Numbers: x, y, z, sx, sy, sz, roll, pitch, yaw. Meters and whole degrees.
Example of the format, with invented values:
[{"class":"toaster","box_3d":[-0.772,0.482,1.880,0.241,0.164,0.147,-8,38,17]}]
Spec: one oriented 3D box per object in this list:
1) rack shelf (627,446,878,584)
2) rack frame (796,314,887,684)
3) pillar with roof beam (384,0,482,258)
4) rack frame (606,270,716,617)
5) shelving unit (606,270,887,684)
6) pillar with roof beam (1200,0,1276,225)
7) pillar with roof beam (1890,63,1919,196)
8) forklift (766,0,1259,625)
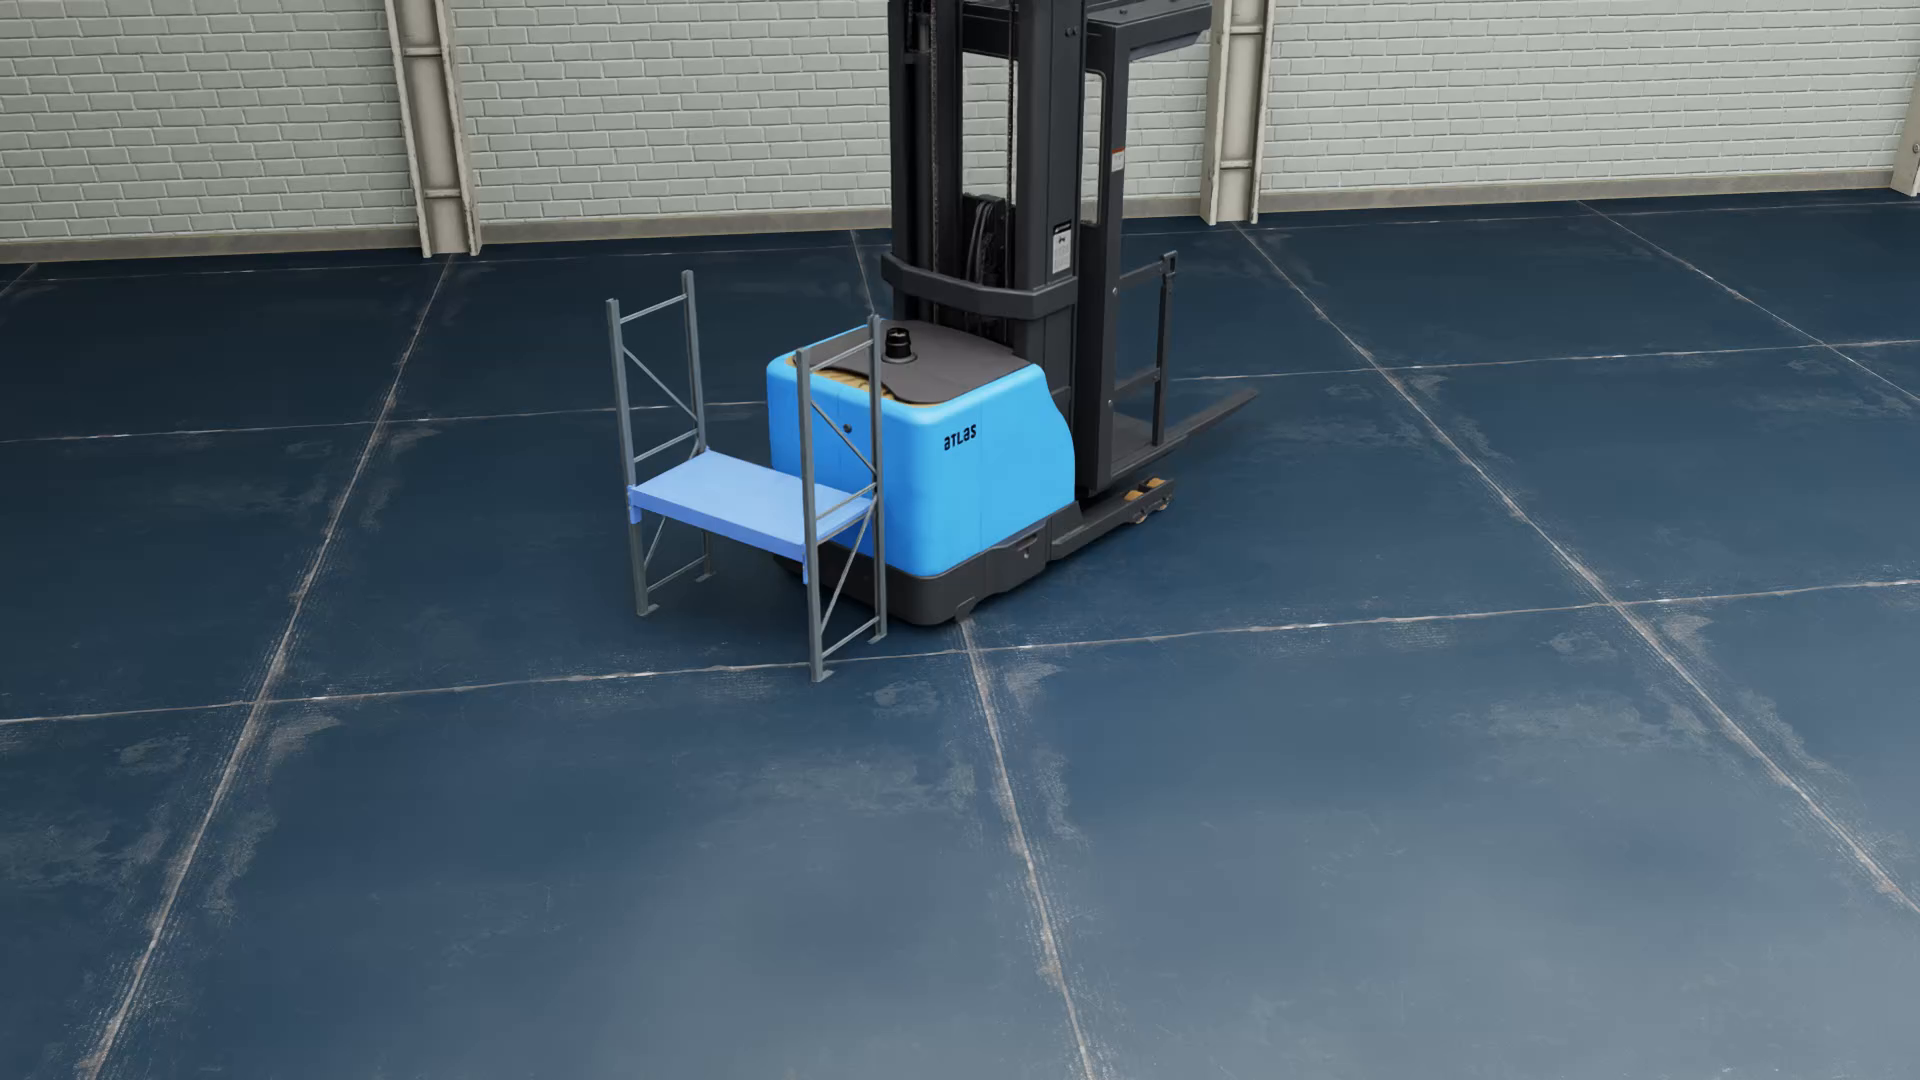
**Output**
[{"class":"rack shelf","box_3d":[-0.898,-0.124,7.243,1.000,0.185,0.538,17,32,30]},{"class":"rack frame","box_3d":[-0.478,-0.153,6.905,0.032,1.500,0.500,17,32,30]},{"class":"pillar with roof beam","box_3d":[-3.209,-4.235,6.646,0.400,9.000,9.100,-4,27,-7]},{"class":"rack frame","box_3d":[-1.317,-0.415,7.416,0.032,1.500,0.500,17,32,30]},{"class":"shelving unit","box_3d":[-0.898,-0.284,7.161,1.048,1.500,0.538,17,32,30]},{"class":"pillar with roof beam","box_3d":[2.733,-4.616,7.390,0.400,9.000,9.100,-4,27,-7]},{"class":"pillar with roof beam","box_3d":[8.674,-4.998,8.133,0.400,9.000,9.100,-4,27,-7]},{"class":"forklift","box_3d":[0.452,-1.521,8.004,1.130,2.935,3.031,21,34,35]}]
